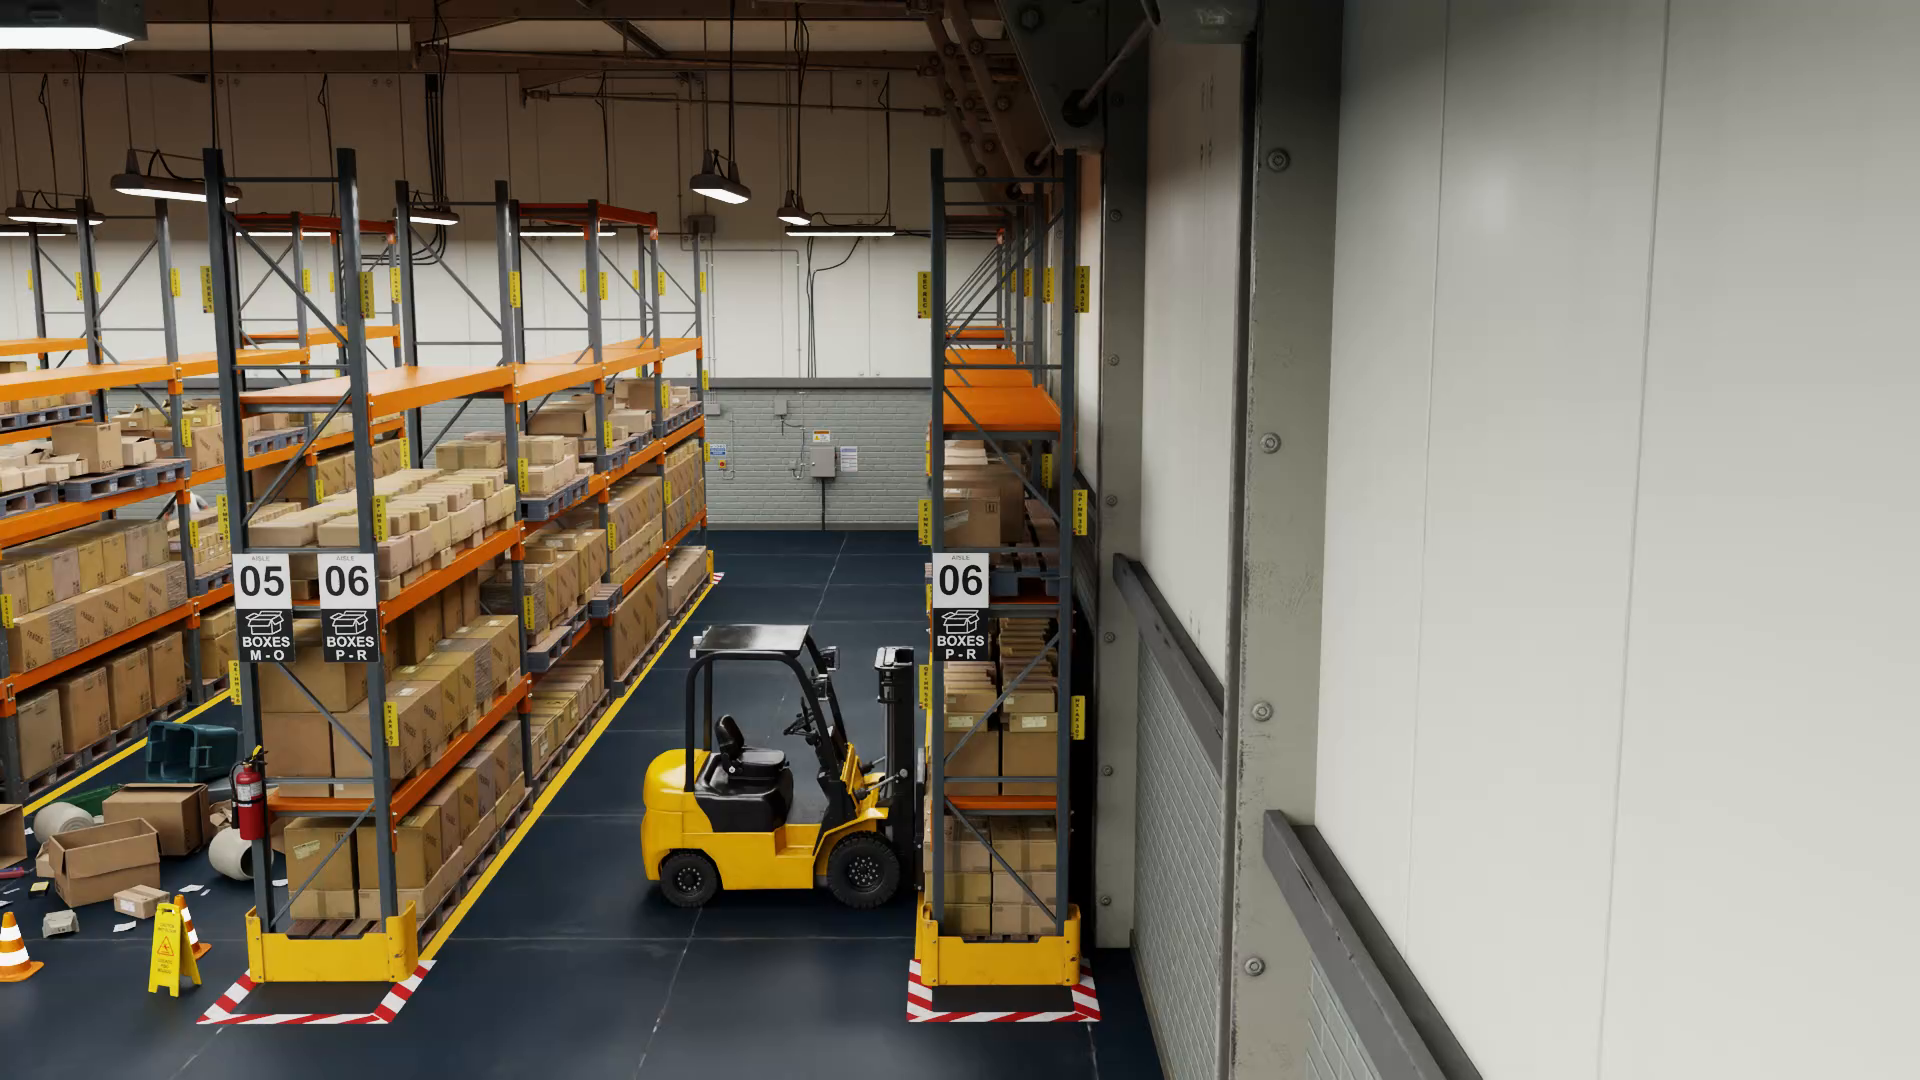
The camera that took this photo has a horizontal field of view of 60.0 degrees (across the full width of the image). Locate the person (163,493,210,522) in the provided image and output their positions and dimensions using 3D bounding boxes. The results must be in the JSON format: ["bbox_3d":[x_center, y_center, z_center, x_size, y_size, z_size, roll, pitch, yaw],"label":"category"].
[{"bbox_3d":[-13.003,-0.195,28.026,0.719,1.676,0.659,-5,11,-31],"label":"person"}]
